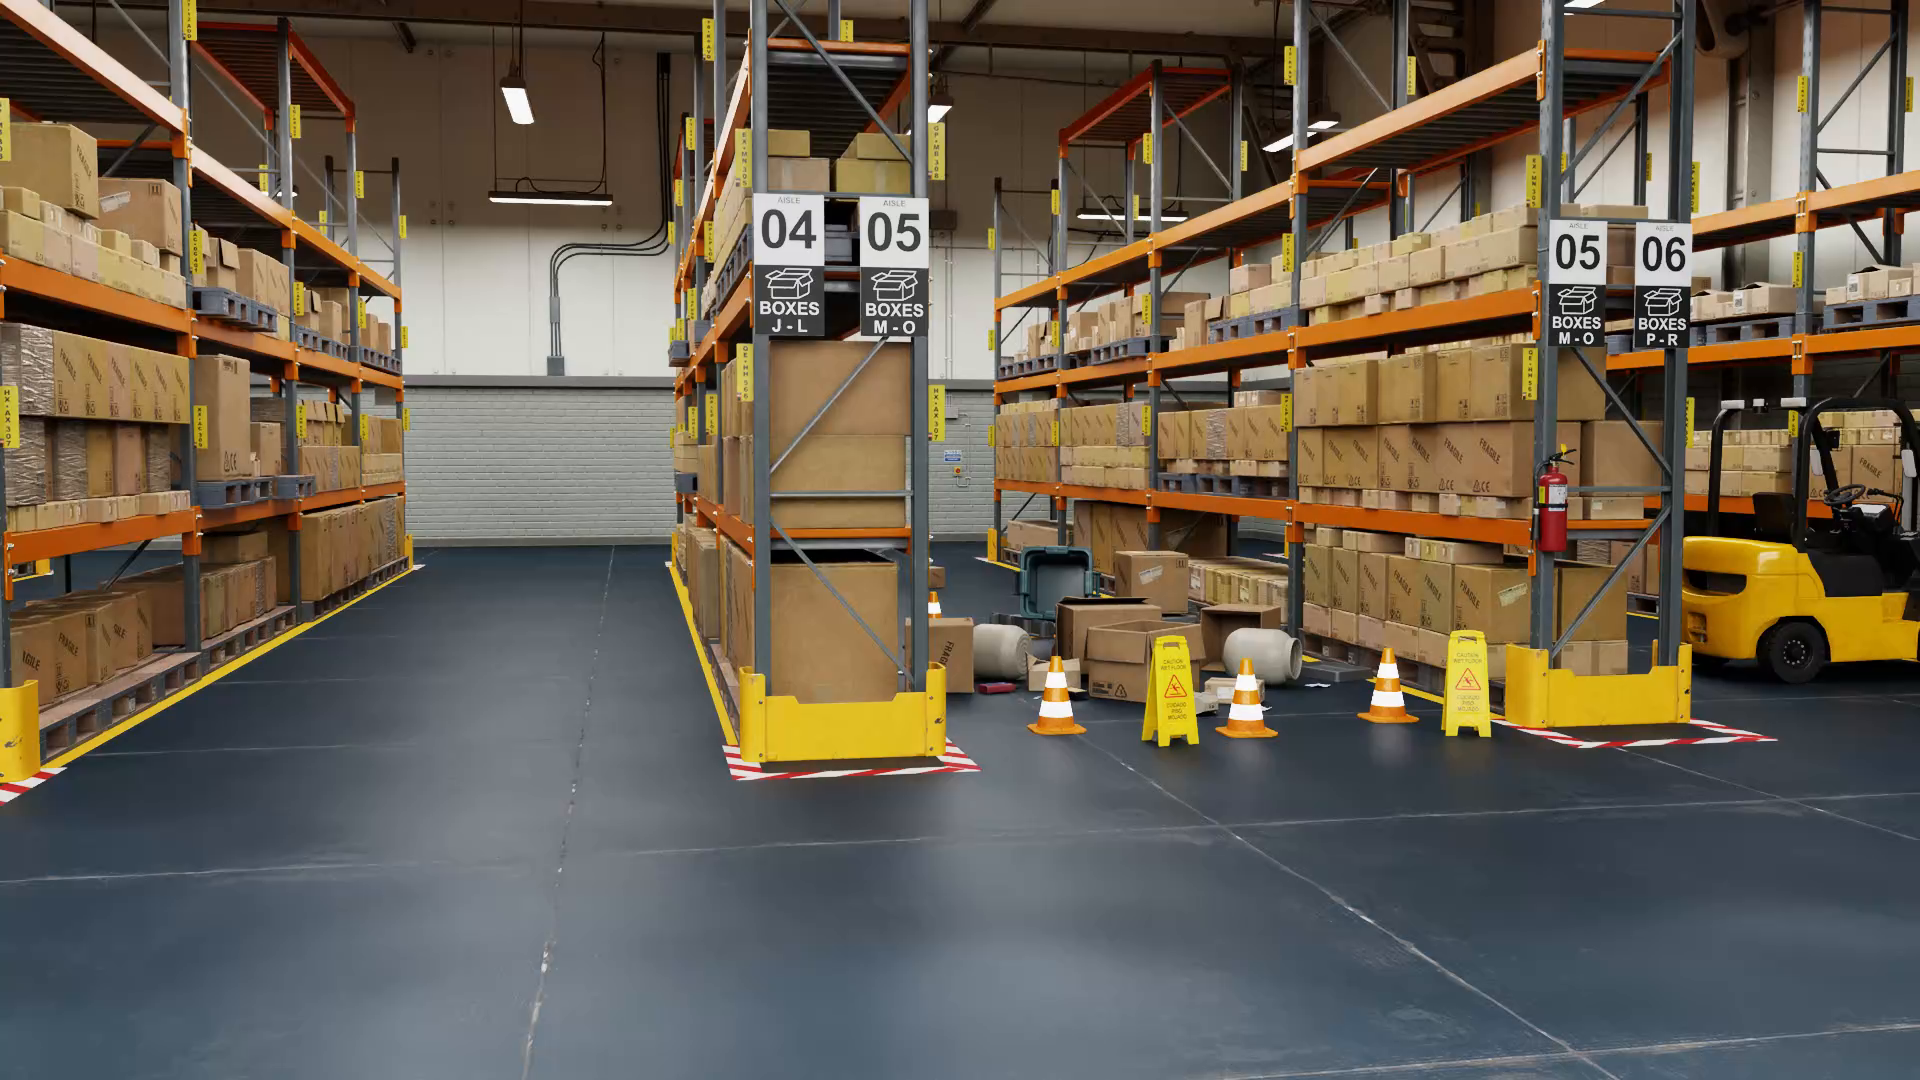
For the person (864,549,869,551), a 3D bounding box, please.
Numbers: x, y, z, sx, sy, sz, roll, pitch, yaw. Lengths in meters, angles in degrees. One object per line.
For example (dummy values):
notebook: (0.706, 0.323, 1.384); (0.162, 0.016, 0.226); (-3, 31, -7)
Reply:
person: (-1.407, -0.365, 23.308); (0.508, 1.636, 0.977); (-1, 3, -20)
